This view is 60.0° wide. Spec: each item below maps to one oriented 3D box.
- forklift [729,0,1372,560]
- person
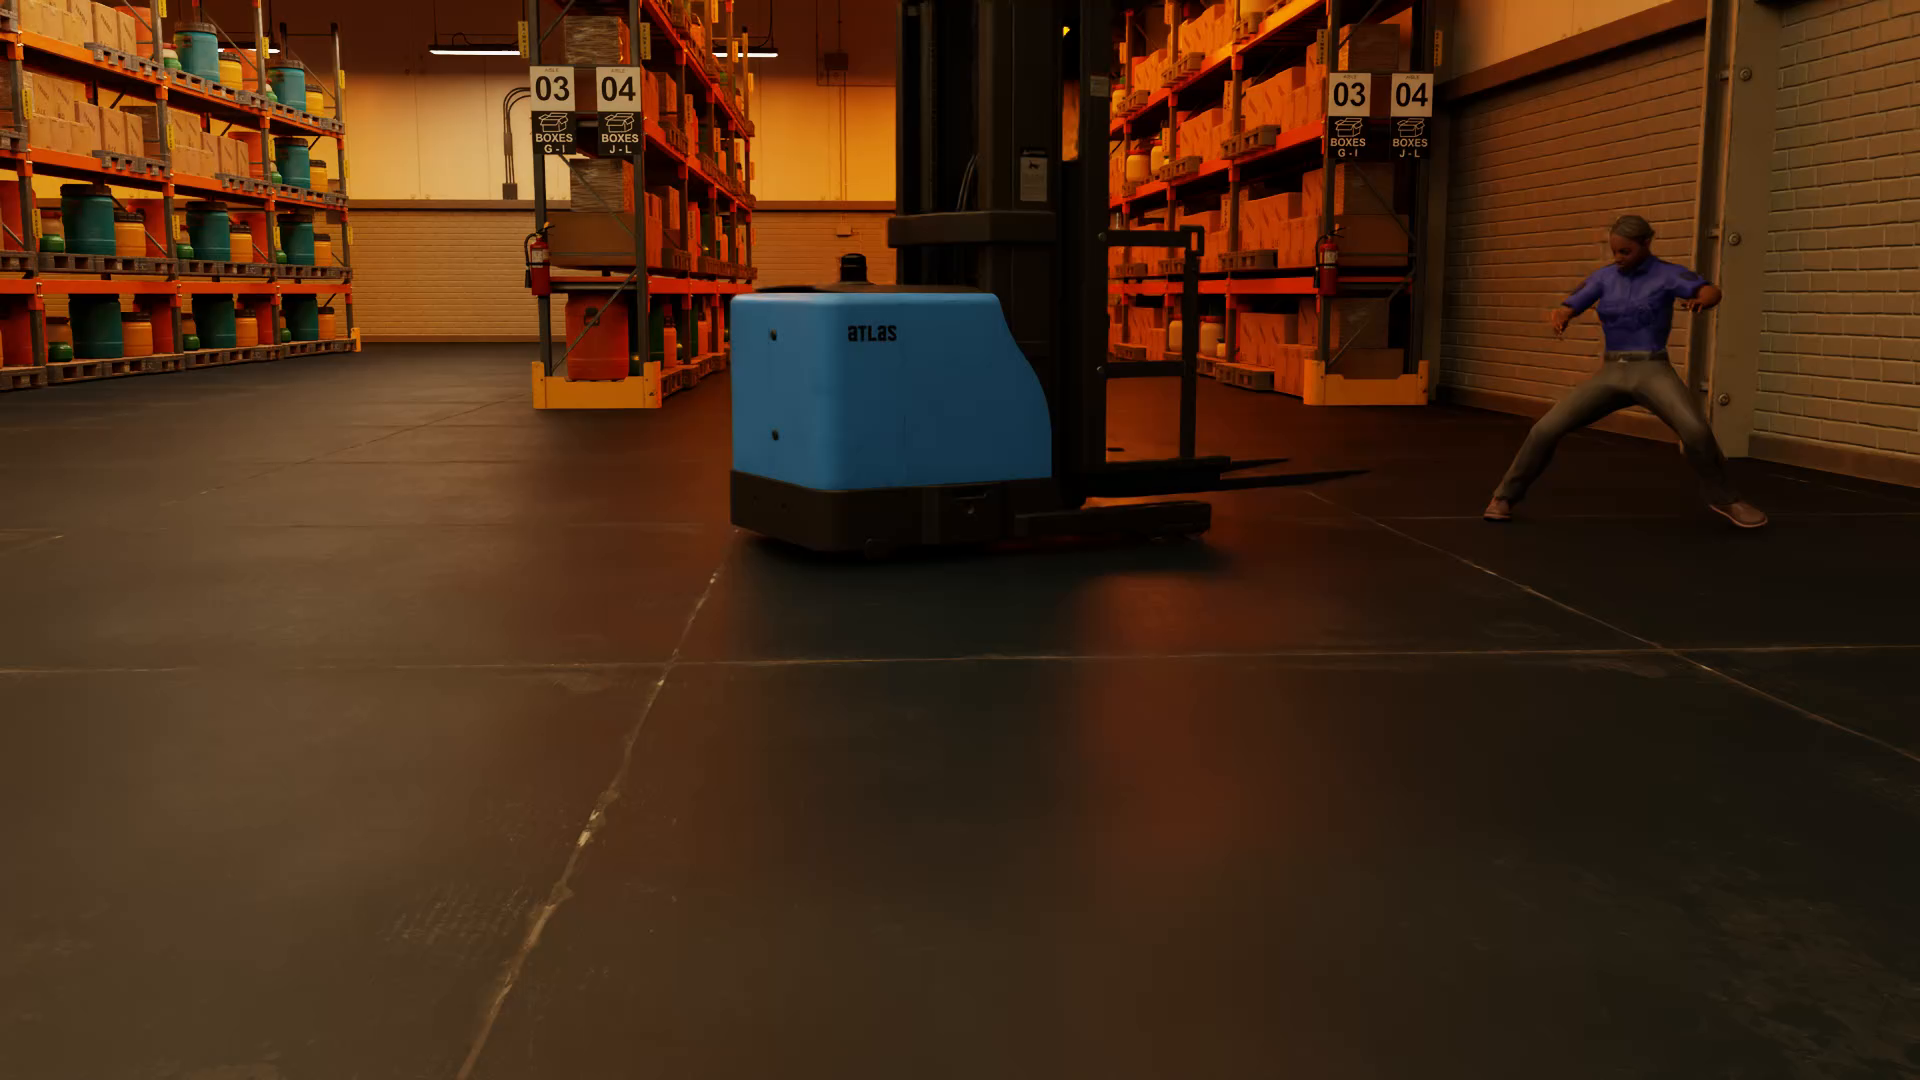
[{"bbox_3d":[0.526,-1.502,7.449,3.031,2.935,1.130,-5,10,-29],"label":"forklift"},{"bbox_3d":[3.063,-0.771,7.635,0.609,1.429,1.203,-7,11,-41],"label":"person"}]
